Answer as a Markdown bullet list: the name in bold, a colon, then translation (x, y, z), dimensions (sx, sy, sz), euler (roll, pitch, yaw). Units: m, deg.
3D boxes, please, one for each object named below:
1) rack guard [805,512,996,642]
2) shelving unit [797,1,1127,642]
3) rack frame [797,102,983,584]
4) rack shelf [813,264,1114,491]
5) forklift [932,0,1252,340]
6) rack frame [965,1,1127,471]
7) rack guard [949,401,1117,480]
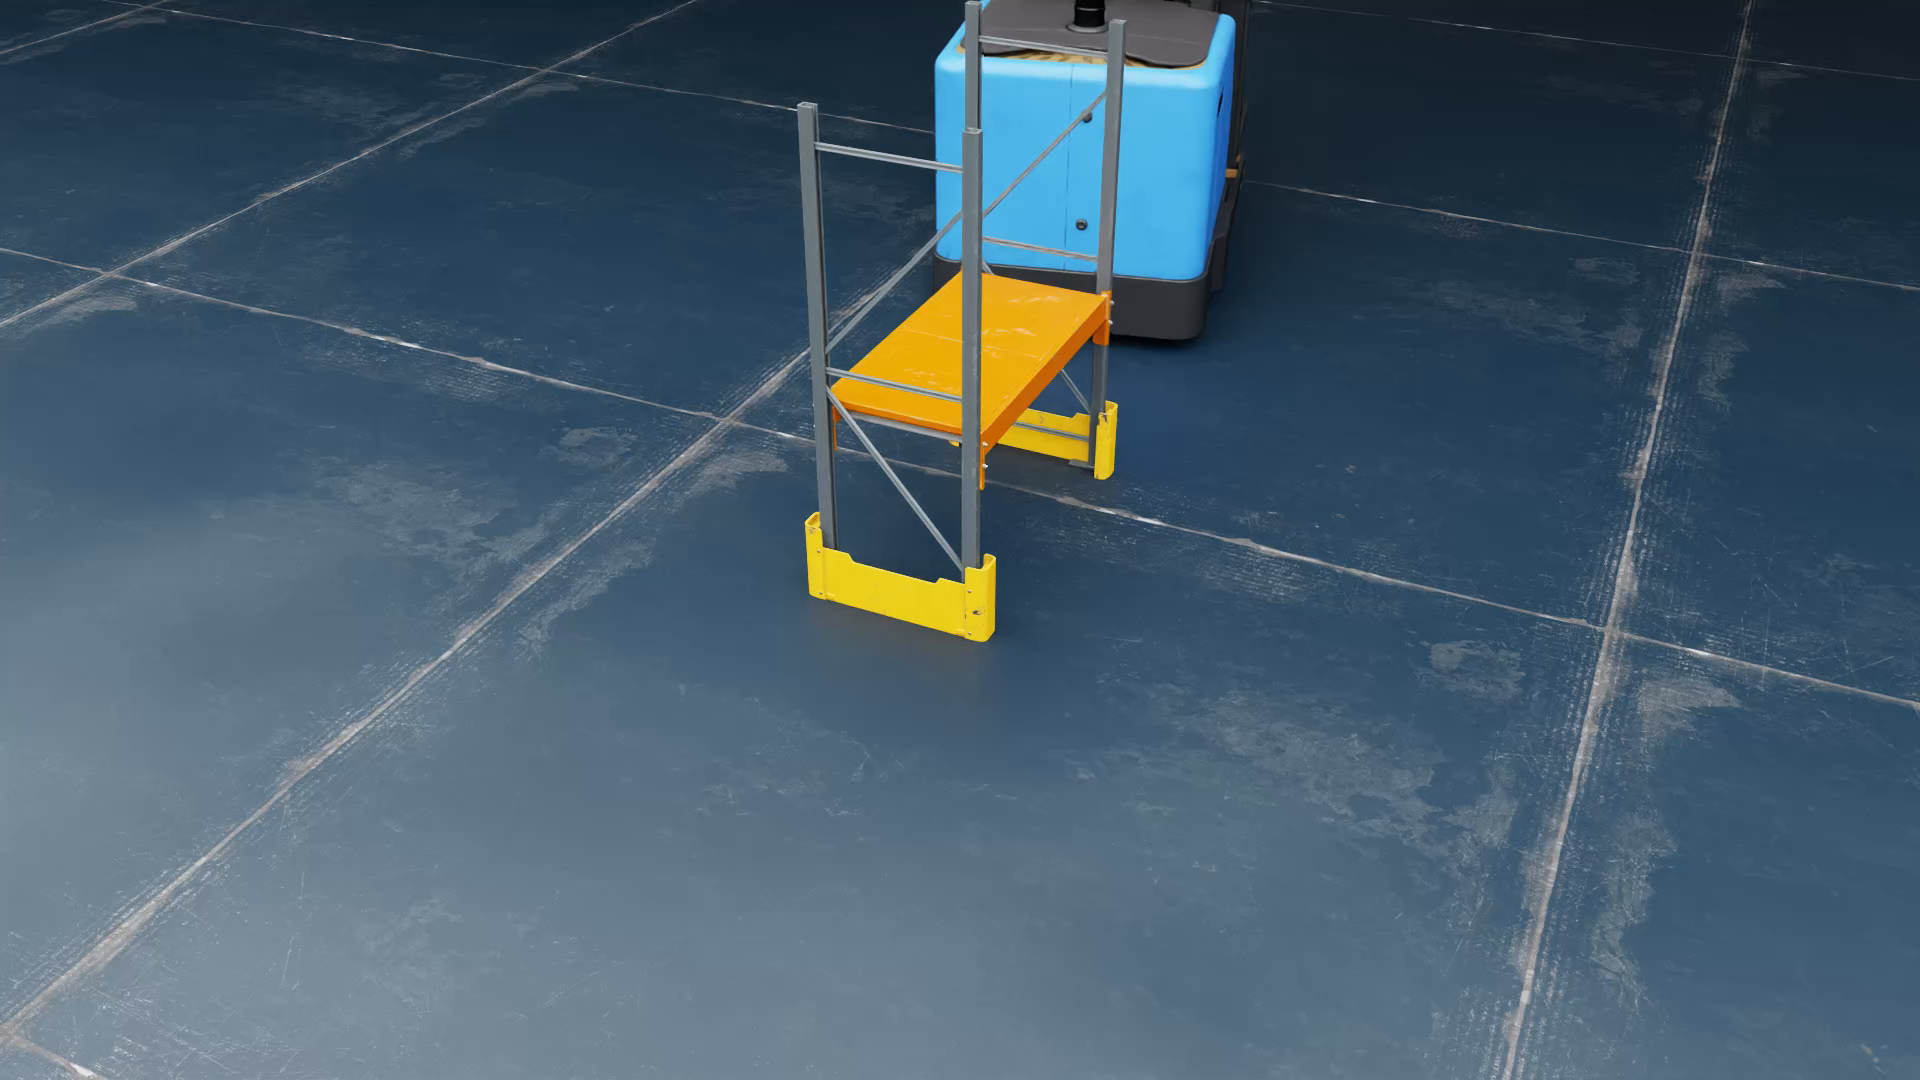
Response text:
- **rack guard**: translation (-0.176, 0.106, 4.861), dimensions (0.587, 0.250, 0.087), euler (14, 36, 20)
- **shelving unit**: translation (0.032, -0.665, 4.897), dimensions (0.587, 1.500, 1.083), euler (14, 36, 20)
- **rack frame**: translation (-0.177, -0.417, 4.517), dimensions (0.500, 1.500, 0.032), euler (14, 36, 20)
- **rack shelf**: translation (0.036, -0.519, 5.002), dimensions (0.538, 0.185, 1.000), euler (14, 36, 20)
- **forklift**: translation (0.712, -2.780, 6.816), dimensions (1.130, 2.935, 3.031), euler (7, 34, 10)
- **rack frame**: translation (0.248, -0.923, 5.290), dimensions (0.500, 1.500, 0.032), euler (14, 36, 20)
- **rack guard**: translation (0.240, -0.391, 5.618), dimensions (0.587, 0.250, 0.087), euler (14, 36, 20)
